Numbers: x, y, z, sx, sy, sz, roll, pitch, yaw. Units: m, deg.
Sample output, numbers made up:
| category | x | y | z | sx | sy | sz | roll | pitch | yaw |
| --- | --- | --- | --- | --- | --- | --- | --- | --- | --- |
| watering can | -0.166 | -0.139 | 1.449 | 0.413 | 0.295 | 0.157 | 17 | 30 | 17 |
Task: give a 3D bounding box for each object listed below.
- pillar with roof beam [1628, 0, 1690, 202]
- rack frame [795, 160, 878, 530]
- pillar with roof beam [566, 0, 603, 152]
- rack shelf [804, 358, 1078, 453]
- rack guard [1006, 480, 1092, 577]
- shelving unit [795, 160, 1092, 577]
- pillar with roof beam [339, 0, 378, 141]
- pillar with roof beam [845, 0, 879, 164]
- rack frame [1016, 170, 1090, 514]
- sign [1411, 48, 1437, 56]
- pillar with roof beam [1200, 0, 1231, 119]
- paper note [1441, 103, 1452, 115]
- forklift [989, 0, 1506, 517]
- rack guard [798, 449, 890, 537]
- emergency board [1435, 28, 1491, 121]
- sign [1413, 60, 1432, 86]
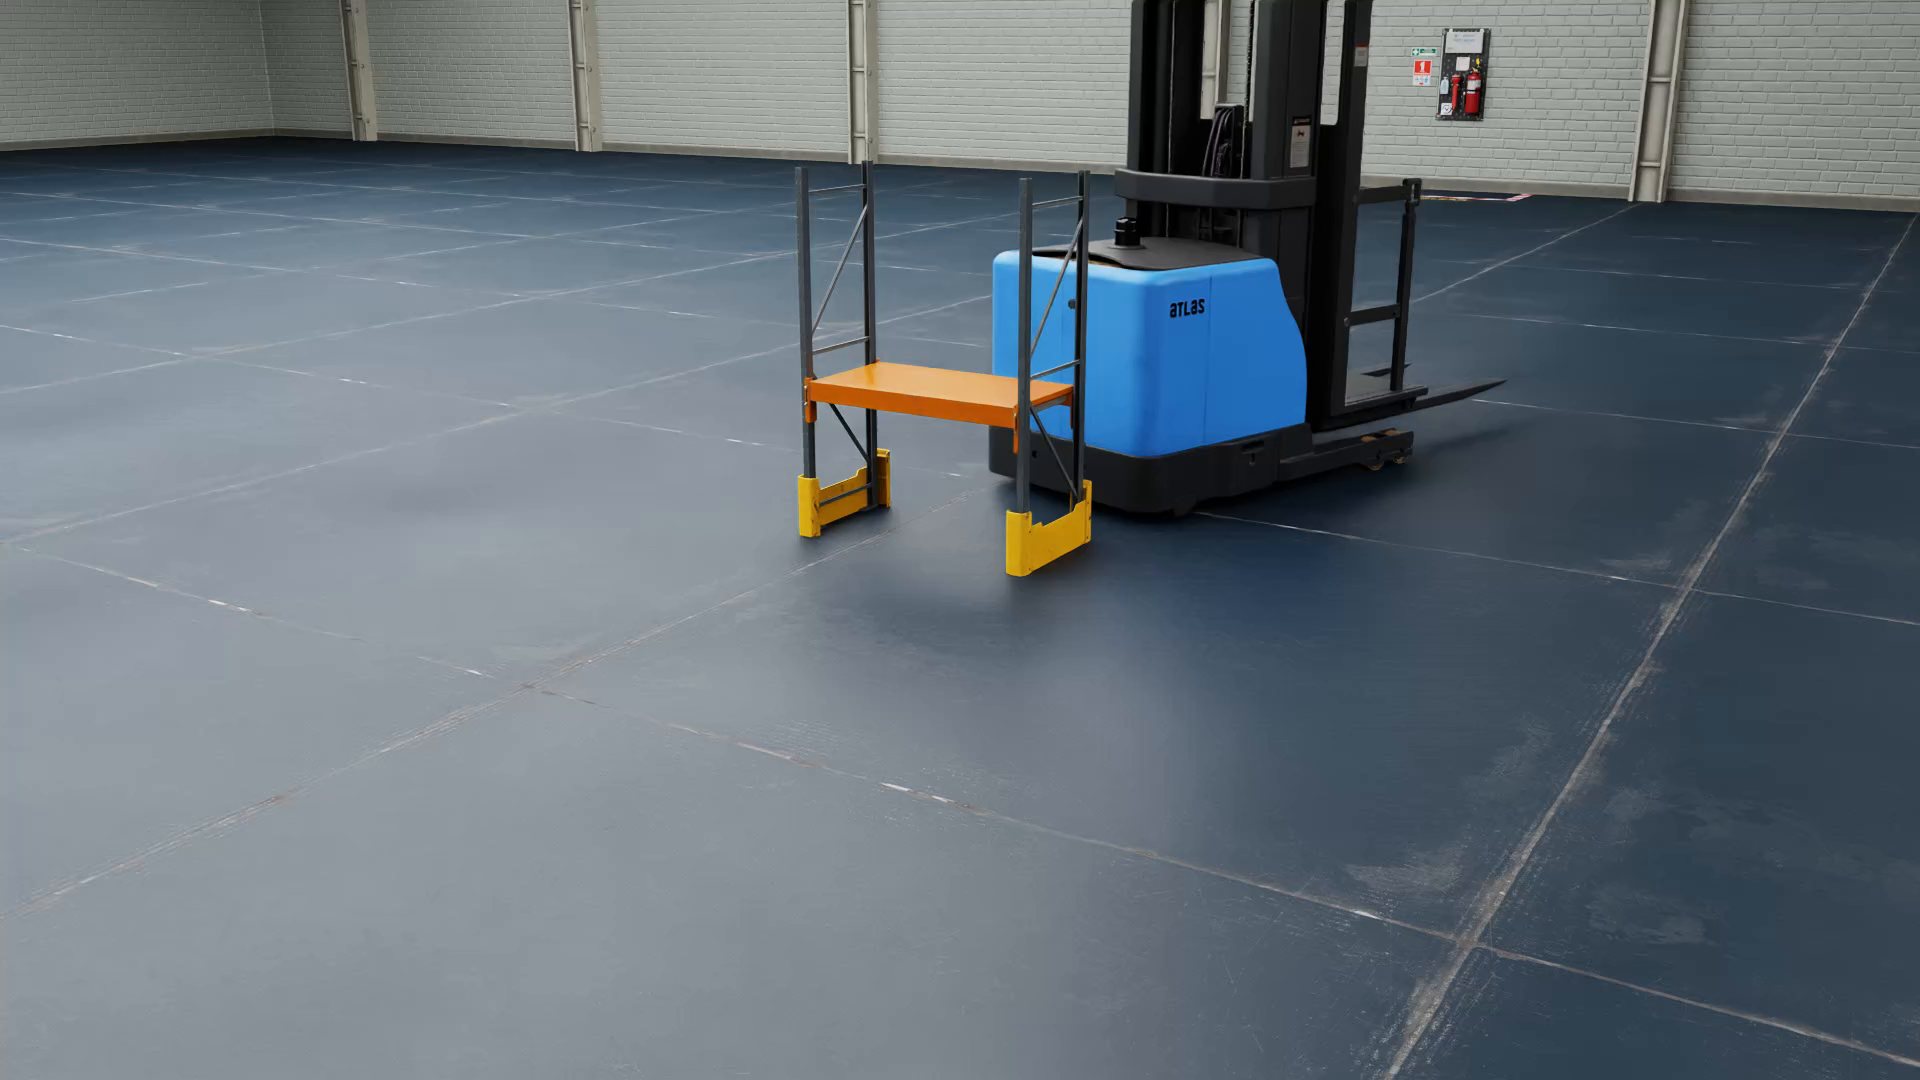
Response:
| category | x | y | z | sx | sy | sz | roll | pitch | yaw |
| --- | --- | --- | --- | --- | --- | --- | --- | --- | --- |
| pillar with roof beam | 6.409 | -7.520 | 16.153 | 0.400 | 9.000 | 9.100 | 10 | 20 | 30 |
| rack frame | -0.506 | -0.808 | 6.961 | 0.032 | 1.500 | 0.500 | 10 | 20 | 30 |
| pillar with roof beam | -8.929 | -10.257 | 25.167 | 0.400 | 9.000 | 9.100 | 10 | 20 | 30 |
| rack shelf | -0.073 | -0.558 | 6.758 | 1.000 | 0.185 | 0.538 | 10 | 20 | 30 |
| rack guard | 0.359 | -0.055 | 6.634 | 0.087 | 0.250 | 0.587 | 10 | 20 | 30 |
| shelving unit | -0.065 | -0.729 | 6.701 | 1.083 | 1.500 | 0.587 | 10 | 20 | 30 |
| pillar with roof beam | -14.042 | -11.170 | 28.171 | 0.400 | 9.000 | 9.100 | 10 | 20 | 30 |
| pillar with roof beam | -3.816 | -9.345 | 22.162 | 0.400 | 9.000 | 9.100 | 10 | 20 | 30 |
| rack frame | 0.360 | -0.653 | 6.451 | 0.032 | 1.500 | 0.500 | 10 | 20 | 30 |
| sign | 6.158 | -6.478 | 22.073 | 0.331 | 0.109 | 0.001 | 10 | 20 | 30 |
| pillar with roof beam | 1.297 | -8.432 | 19.158 | 0.400 | 9.000 | 9.100 | 10 | 20 | 30 |
| paper note | 6.462 | -5.723 | 22.077 | 0.142 | 0.148 | 0.016 | 10 | 20 | 30 |
| forklift | 1.578 | -1.836 | 7.884 | 3.031 | 2.935 | 1.130 | -14 | 22 | -39 |
| rack guard | -0.489 | -0.207 | 7.132 | 0.087 | 0.250 | 0.587 | 10 | 20 | 30 |
| emergency board | 6.576 | -6.101 | 21.804 | 0.643 | 1.169 | 0.194 | 10 | 20 | 30 |
| sign | 6.159 | -6.227 | 22.160 | 0.234 | 0.329 | 0.001 | 10 | 20 | 30 |
